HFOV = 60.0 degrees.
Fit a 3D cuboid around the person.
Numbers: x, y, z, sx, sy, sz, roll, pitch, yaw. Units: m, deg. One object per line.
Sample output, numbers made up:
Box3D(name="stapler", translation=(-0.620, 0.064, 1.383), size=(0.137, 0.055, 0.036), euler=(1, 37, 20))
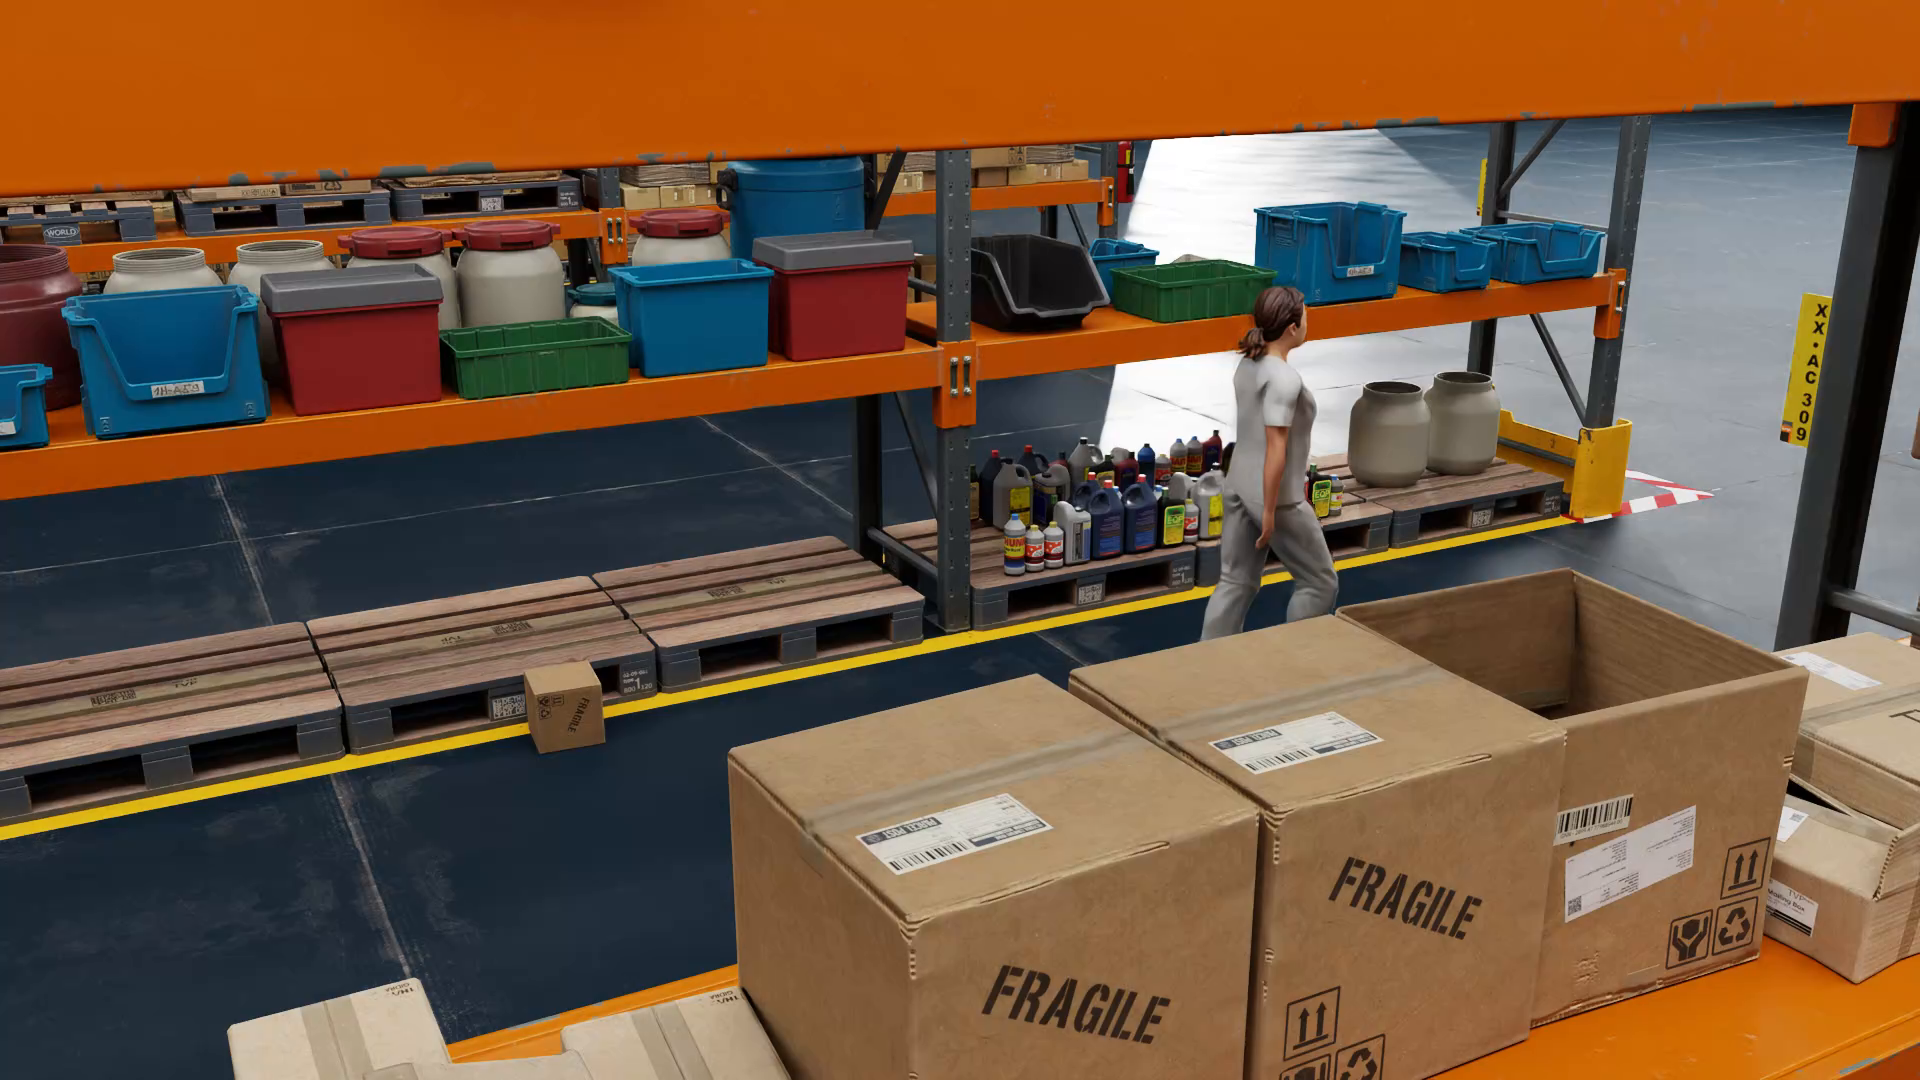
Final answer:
Box3D(name="person", translation=(1.192, -0.135, 6.486), size=(0.635, 1.711, 0.474), euler=(-6, 20, -18))
